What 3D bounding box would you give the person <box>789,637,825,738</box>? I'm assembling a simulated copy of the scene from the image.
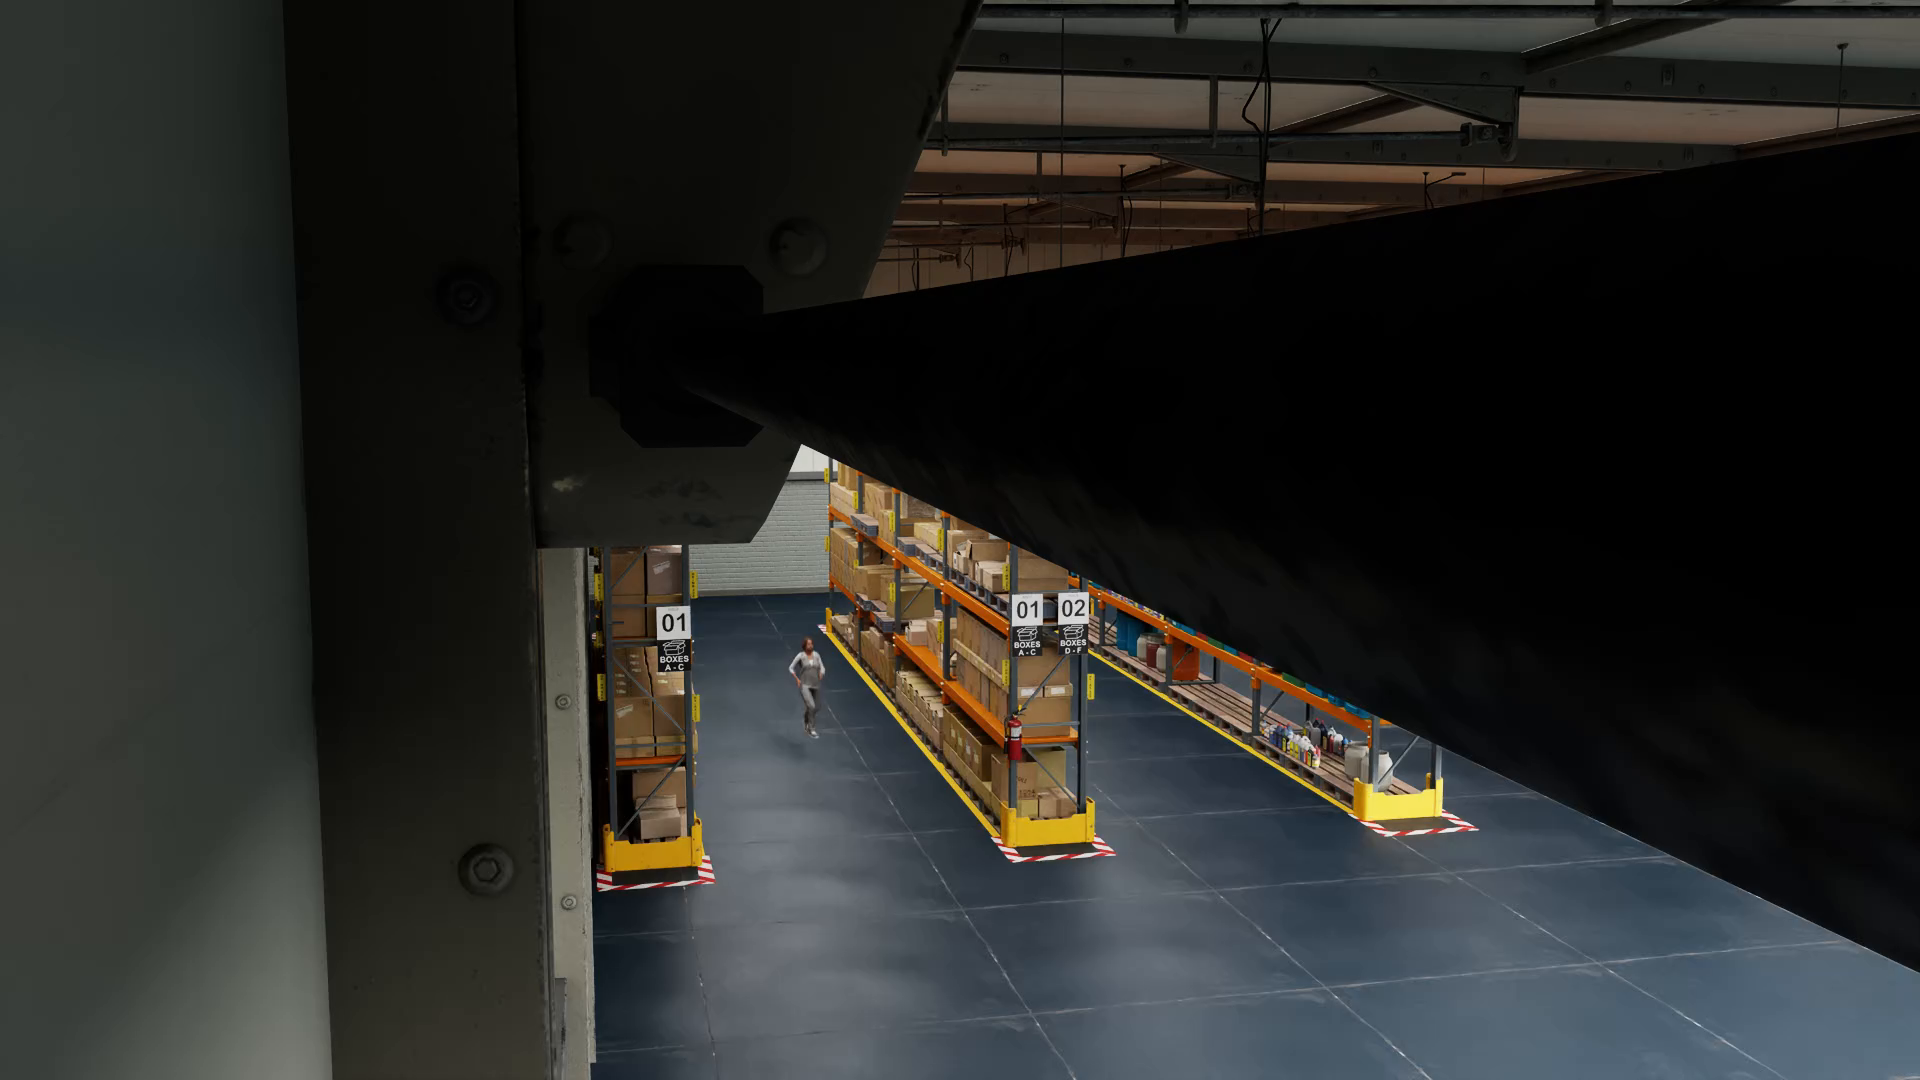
[{"bbox_3d":[-2.333,2.264,25.602,0.547,1.549,0.707,-3,8,-26],"label":"person"}]
